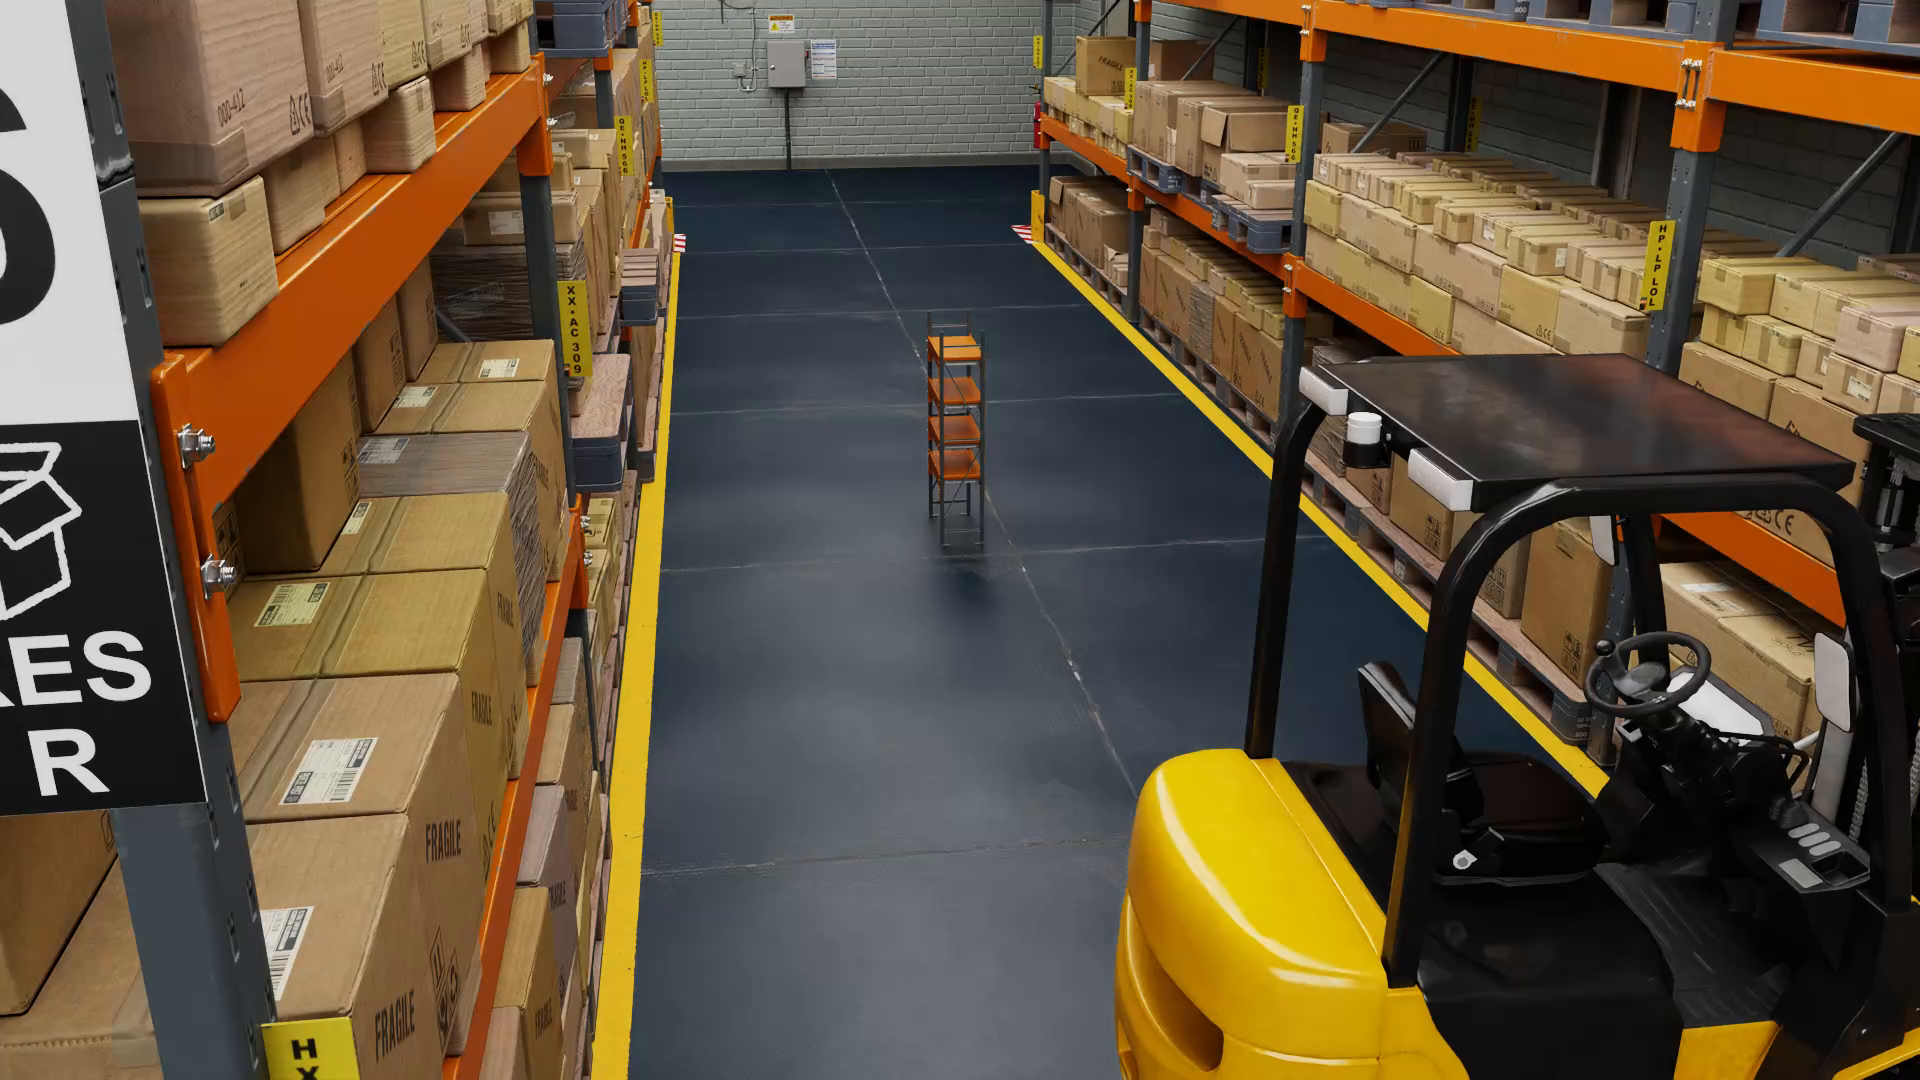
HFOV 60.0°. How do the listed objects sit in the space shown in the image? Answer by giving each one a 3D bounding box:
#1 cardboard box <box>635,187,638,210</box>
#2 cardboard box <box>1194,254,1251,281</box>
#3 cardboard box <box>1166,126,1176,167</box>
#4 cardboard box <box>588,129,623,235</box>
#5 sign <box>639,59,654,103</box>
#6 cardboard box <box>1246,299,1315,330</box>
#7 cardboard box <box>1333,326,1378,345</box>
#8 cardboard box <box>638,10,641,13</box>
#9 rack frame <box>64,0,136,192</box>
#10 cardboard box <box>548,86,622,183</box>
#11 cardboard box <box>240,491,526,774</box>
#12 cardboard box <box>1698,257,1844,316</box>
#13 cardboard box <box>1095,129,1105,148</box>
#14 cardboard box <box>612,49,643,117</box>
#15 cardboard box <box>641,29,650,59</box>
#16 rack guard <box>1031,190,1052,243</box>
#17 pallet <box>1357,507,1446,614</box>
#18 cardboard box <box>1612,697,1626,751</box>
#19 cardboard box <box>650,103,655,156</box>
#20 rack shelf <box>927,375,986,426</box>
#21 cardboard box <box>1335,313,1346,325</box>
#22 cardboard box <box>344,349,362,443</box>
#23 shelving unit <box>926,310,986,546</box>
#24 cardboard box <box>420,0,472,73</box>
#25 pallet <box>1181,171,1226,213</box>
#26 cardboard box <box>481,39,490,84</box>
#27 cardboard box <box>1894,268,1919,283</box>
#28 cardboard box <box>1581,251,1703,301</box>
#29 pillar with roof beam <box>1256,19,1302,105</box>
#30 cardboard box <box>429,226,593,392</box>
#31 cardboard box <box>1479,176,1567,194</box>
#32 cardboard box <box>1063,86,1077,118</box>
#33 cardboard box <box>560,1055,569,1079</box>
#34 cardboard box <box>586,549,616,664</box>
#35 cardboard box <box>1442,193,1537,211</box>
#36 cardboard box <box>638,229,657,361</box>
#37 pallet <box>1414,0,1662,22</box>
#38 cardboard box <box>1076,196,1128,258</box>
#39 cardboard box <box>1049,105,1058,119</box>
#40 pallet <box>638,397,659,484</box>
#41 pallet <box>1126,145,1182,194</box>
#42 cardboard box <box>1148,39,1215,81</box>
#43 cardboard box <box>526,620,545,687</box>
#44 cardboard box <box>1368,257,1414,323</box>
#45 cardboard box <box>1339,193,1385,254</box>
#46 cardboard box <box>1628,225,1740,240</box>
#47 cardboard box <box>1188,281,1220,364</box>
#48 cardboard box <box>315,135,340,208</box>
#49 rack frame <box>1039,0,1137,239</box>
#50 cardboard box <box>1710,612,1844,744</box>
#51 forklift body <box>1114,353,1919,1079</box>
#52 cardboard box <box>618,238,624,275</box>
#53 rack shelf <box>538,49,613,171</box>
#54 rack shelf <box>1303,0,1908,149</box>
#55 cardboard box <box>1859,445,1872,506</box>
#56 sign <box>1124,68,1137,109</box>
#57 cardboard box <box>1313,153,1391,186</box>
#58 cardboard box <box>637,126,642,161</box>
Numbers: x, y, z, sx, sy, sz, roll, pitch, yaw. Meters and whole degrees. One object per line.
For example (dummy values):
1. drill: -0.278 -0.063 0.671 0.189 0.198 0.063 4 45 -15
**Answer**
1. cardboard box: -2.545 -2.478 11.778 0.500 0.250 0.500 -3 21 -9
2. cardboard box: 1.965 -2.038 12.430 0.380 0.149 0.250 -2 21 -6
3. cardboard box: 1.747 -2.928 12.360 0.396 0.266 0.258 -2 21 -5
4. cardboard box: -2.068 -1.897 8.841 0.500 0.500 0.500 -4 21 -9
5. sign: -2.450 -3.579 12.970 0.100 0.325 0.005 -3 21 -8
6. cardboard box: 2.111 -1.490 10.965 0.380 0.149 0.250 -4 21 -11
7. cardboard box: 2.719 -1.095 10.834 0.500 0.500 0.500 -2 21 -6
8. cardboard box: -3.074 -4.694 14.997 0.380 0.149 0.250 -2 21 -6
9. rack frame: -1.255 -1.698 0.902 1.000 3.000 0.127 -3 21 -8
10. cardboard box: -2.238 -2.356 9.666 0.500 0.500 0.500 -4 21 -10
11. cardboard box: -1.283 0.217 3.781 0.500 0.500 0.500 -3 21 -9
12. cardboard box: 2.832 -0.889 5.815 0.380 0.149 0.250 -2 21 -7
13. cardboard box: 1.434 -3.631 15.011 0.380 0.149 0.250 -3 21 -9
14. cardboard box: -2.672 -3.416 12.503 0.500 0.500 0.500 -2 21 -6
15. cardboard box: -3.014 -4.263 14.771 0.500 0.500 0.500 -3 21 -8
16. rack guard: 1.360 -3.482 17.825 1.175 0.500 0.348 -3 21 -8
17. pallet: 2.755 0.105 8.633 1.003 0.211 1.213 -3 21 -8
18. cardboard box: 2.821 0.751 6.248 0.500 0.250 0.500 -3 21 -7
19. cardboard box: -2.928 -3.612 14.458 0.500 0.500 0.500 -3 21 -7
20. rack shelf: -0.024 -0.766 9.105 0.258 0.148 0.480 -3 21 -8
21. cardboard box: 2.724 -1.529 11.067 0.380 0.149 0.250 -2 21 -6
22. cardboard box: -1.886 -0.411 4.033 0.700 0.500 0.500 -3 21 -9
23. shelving unit: -0.024 -0.619 9.160 0.258 1.200 0.503 -3 21 -8
24. cardboard box: -1.281 -1.081 3.325 0.500 0.250 0.500 -2 21 -7
25. pallet: 2.218 -2.493 11.877 1.003 0.211 1.213 -3 21 -8
26. cardboard box: -1.475 -1.287 4.448 0.380 0.149 0.250 -3 21 -7
27. cardboard box: 3.420 -0.830 5.657 0.380 0.149 0.250 -3 21 -9
28. cardboard box: 2.755 -1.071 6.726 0.380 0.149 0.250 -3 21 -9
29. pillar with roof beam: -1.542 -6.174 12.886 9.100 9.000 0.400 -3 21 -8
30. cardboard box: -1.616 -0.833 5.990 0.500 0.500 0.500 -2 21 -6
31. cardboard box: 2.940 -1.804 8.690 0.380 0.149 0.250 -3 21 -8
32. cardboard box: 1.298 -4.228 16.038 0.500 0.250 0.500 -3 21 -9
33. cardboard box: -1.255 1.545 4.123 0.500 0.250 0.500 -2 21 -4
34. cardboard box: -2.017 0.331 7.198 0.950 0.372 0.625 -2 21 -4
35. cardboard box: 2.587 -1.604 8.152 0.380 0.149 0.250 -3 21 -8
36. cardboard box: -2.679 -1.721 11.974 0.875 0.875 0.875 -2 21 -6
37. pallet: 2.853 -2.609 7.897 1.003 0.211 1.213 -2 21 -5
38. cardboard box: 1.406 -3.003 15.941 0.500 0.500 0.500 -3 21 -7
39. cardboard box: 1.125 -4.434 17.160 0.380 0.149 0.250 -3 21 -8
40. pallet: -2.448 -0.628 10.597 1.003 0.211 1.213 -3 21 -8
41. pallet: 1.933 -2.922 13.028 1.003 0.211 1.213 -3 21 -8
42. cardboard box: 1.975 -4.244 15.009 0.500 0.500 0.500 -3 21 -9
43. cardboard box: -1.334 0.292 4.506 0.380 0.149 0.250 -3 21 -9
44. cardboard box: 2.474 -1.321 8.680 0.500 0.250 0.500 -4 21 -10
45. cardboard box: 2.396 -1.734 9.072 0.500 0.250 0.500 -2 21 -6
46. cardboard box: 3.162 -1.277 7.279 0.380 0.149 0.250 -3 21 -8
47. cardboard box: 1.996 -1.605 12.198 0.500 0.500 0.500 -4 21 -10
48. cardboard box: -1.173 -0.571 2.530 0.380 0.149 0.250 -3 21 -8
49. rack frame: 1.350 -4.679 17.458 1.000 3.000 0.127 -3 21 -8
50. cardboard box: 2.902 0.459 5.600 0.500 0.250 0.500 -3 21 -8
51. forklift body: 1.577 0.693 4.286 2.313 2.155 1.214 -3 21 -8
52. cardboard box: -1.938 -1.461 8.600 0.380 0.149 0.250 -3 21 -8
53. rack shelf: -2.120 -2.034 7.115 1.077 0.370 4.000 -3 21 -8
54. rack shelf: 2.791 -2.285 7.789 1.077 0.370 4.000 -3 21 -8
55. cardboard box: 3.051 -0.050 4.920 0.500 0.500 0.500 -3 21 -8
56. sign: 1.390 -3.670 13.518 0.100 0.325 0.005 -3 21 -8
57. cardboard box: 2.257 -2.135 9.575 0.380 0.149 0.250 -2 21 -6
58. cardboard box: -2.602 -2.894 12.177 0.500 0.250 0.500 -2 21 -6
